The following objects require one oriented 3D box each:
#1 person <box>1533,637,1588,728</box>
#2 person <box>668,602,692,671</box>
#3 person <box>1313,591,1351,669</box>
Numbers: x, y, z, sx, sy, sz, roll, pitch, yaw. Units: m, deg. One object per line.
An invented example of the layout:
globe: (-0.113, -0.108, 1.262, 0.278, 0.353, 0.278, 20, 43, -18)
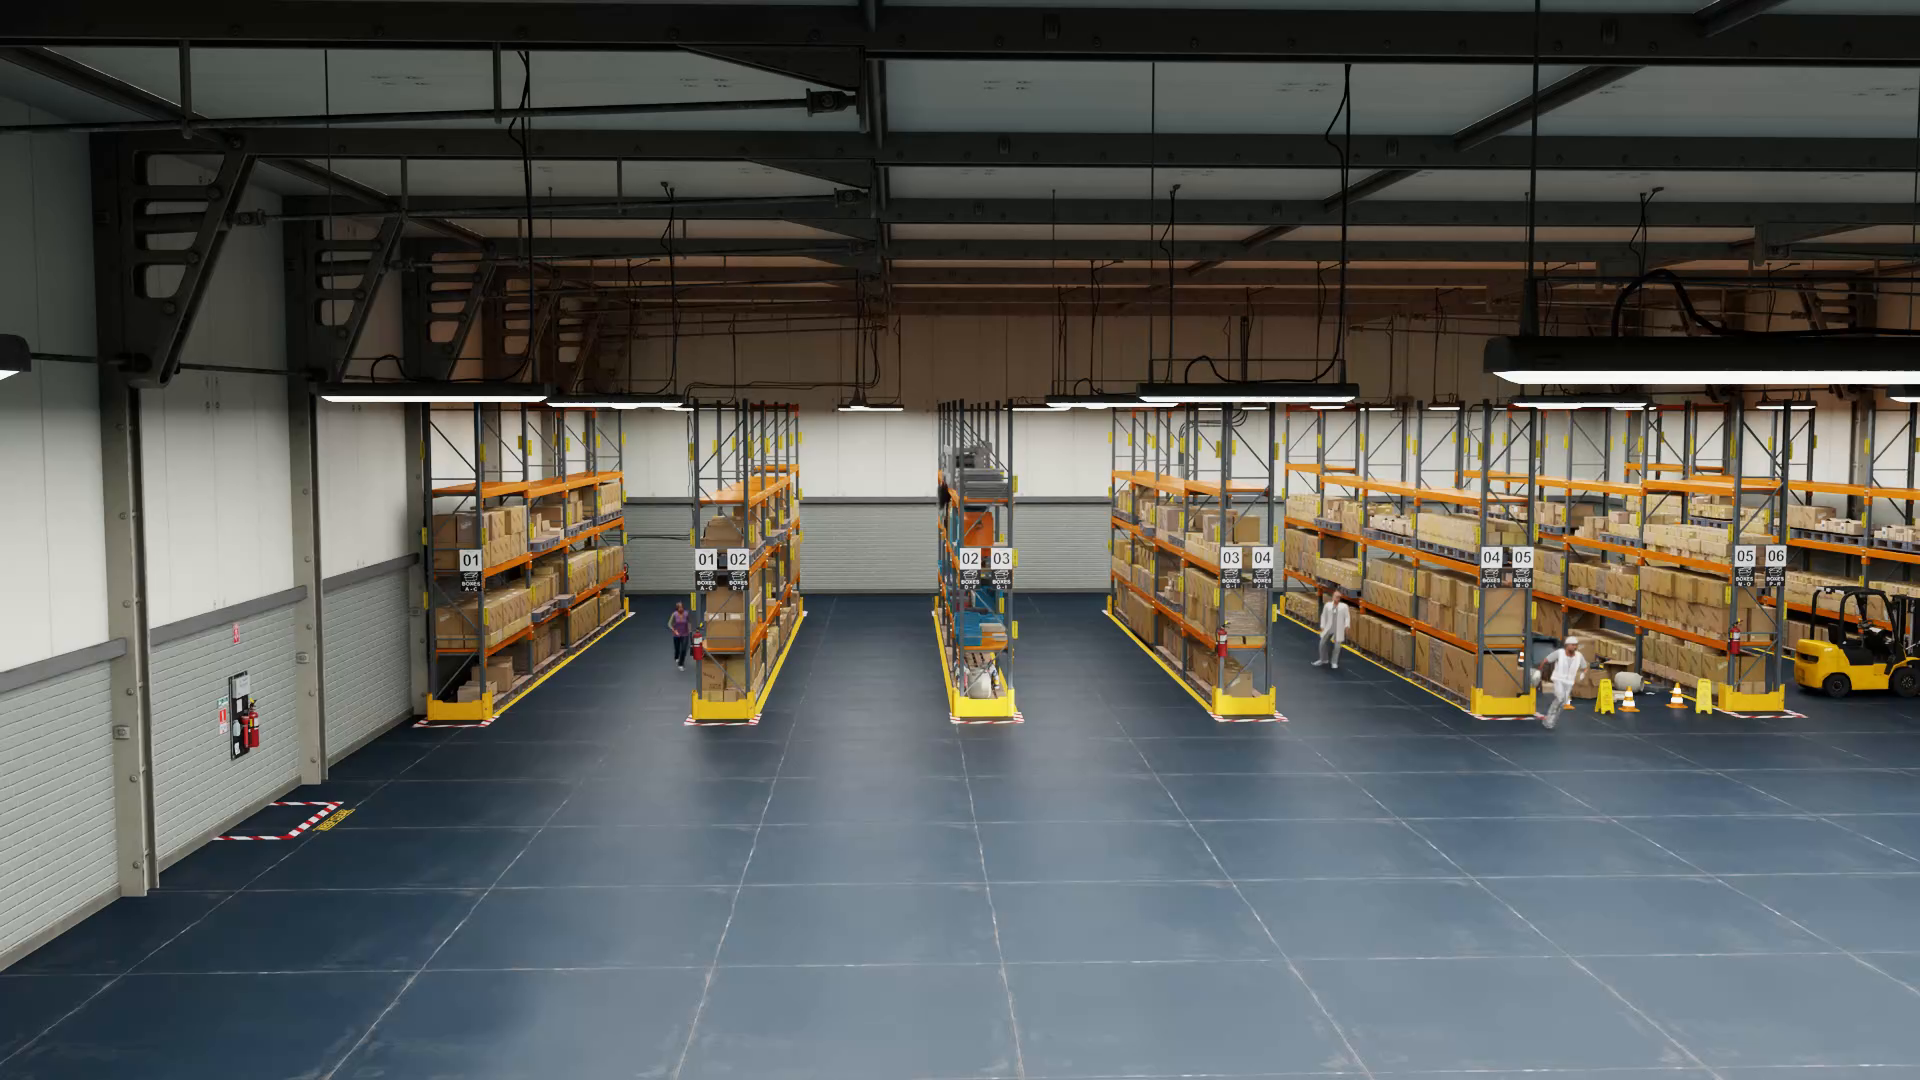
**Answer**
person: (10.986, 2.596, 30.238, 0.864, 1.688, 0.723, -1, 4, -10)
person: (-6.256, 2.143, 37.143, 0.536, 1.546, 0.650, -1, 4, -14)
person: (8.336, 2.018, 37.272, 0.823, 1.743, 0.610, 1, 5, 17)
